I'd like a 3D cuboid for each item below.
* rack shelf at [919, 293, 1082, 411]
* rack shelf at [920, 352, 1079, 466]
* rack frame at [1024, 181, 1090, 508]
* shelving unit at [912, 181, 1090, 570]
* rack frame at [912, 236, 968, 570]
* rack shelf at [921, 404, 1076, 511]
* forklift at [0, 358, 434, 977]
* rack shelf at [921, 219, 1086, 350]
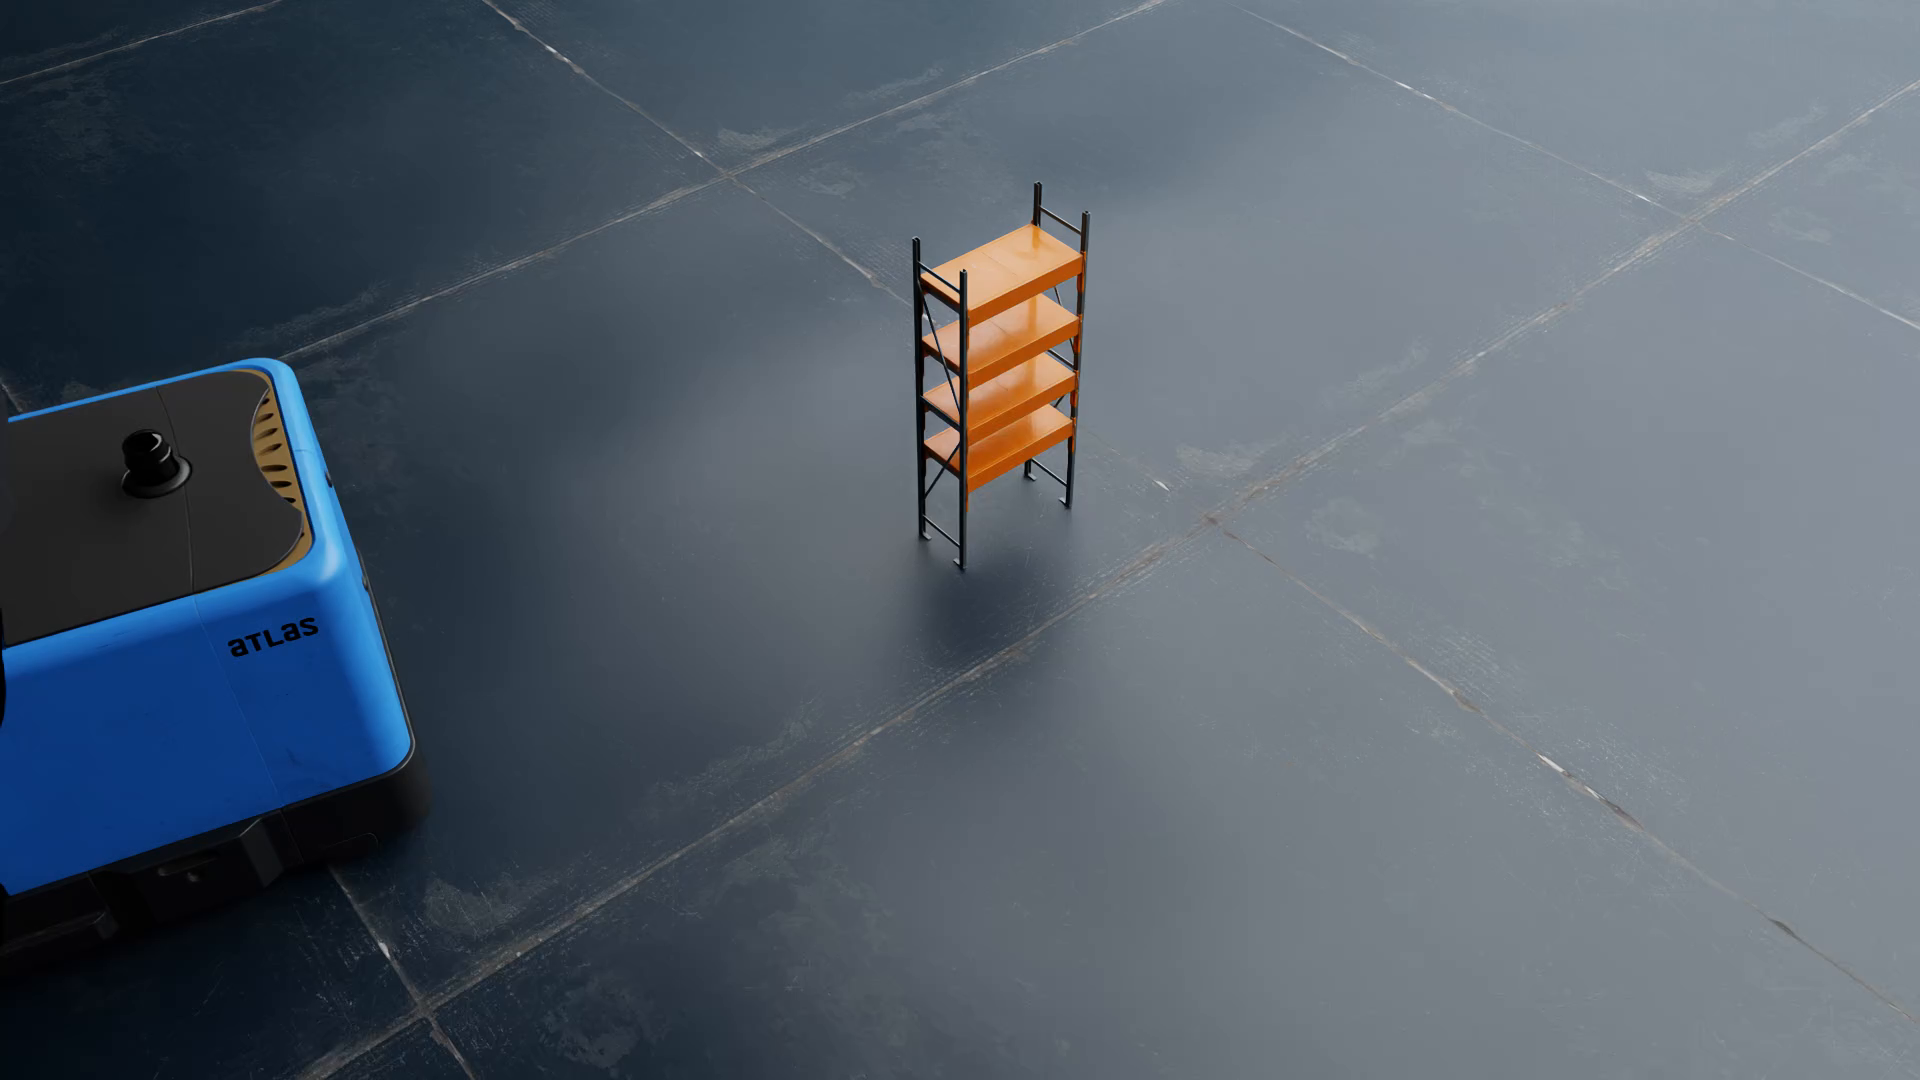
[{"bbox_3d":[0.127,-0.624,5.310,0.480,0.148,0.258,-30,51,-28],"label":"rack shelf"},{"bbox_3d":[0.127,-0.461,5.463,0.480,0.148,0.258,-30,51,-28],"label":"rack shelf"},{"bbox_3d":[0.314,-0.617,5.531,0.015,1.200,0.240,-30,51,-28],"label":"rack frame"},{"bbox_3d":[0.127,-0.510,5.417,0.503,1.200,0.258,-30,51,-28],"label":"shelving unit"},{"bbox_3d":[-0.060,-0.403,5.303,0.015,1.200,0.240,-30,51,-28],"label":"rack frame"},{"bbox_3d":[0.127,-0.316,5.599,0.480,0.148,0.258,-30,51,-28],"label":"rack shelf"},{"bbox_3d":[-3.091,-0.104,3.720,3.031,2.935,1.130,-18,46,-18],"label":"forklift"},{"bbox_3d":[0.127,-0.796,5.148,0.480,0.148,0.258,-30,51,-28],"label":"rack shelf"}]
